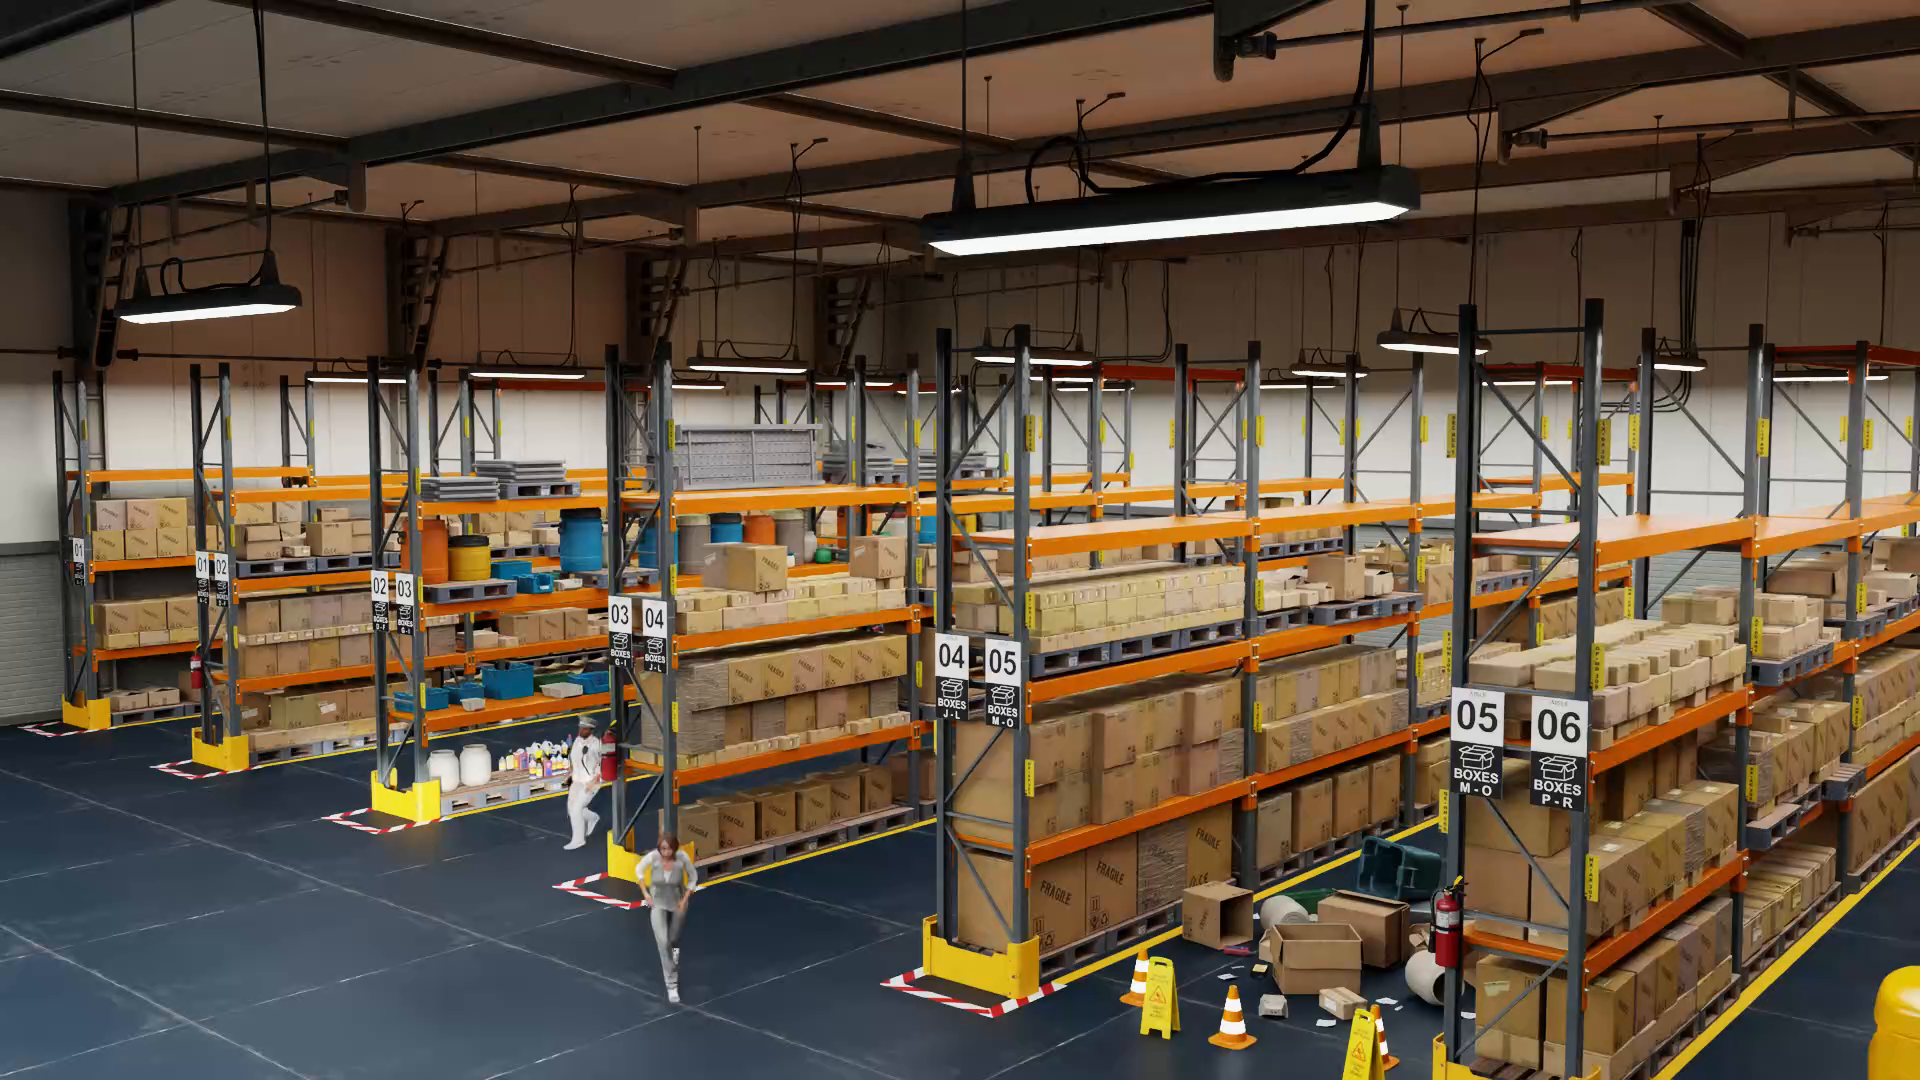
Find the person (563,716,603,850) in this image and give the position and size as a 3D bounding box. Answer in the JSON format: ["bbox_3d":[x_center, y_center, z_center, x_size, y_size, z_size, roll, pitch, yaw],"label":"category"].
[{"bbox_3d":[-4.451,2.912,20.114,0.638,1.649,0.589,3,5,34],"label":"person"}]

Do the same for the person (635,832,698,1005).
[{"bbox_3d":[-2.652,3.333,15.090,0.559,1.548,0.898,0,4,-5],"label":"person"}]
